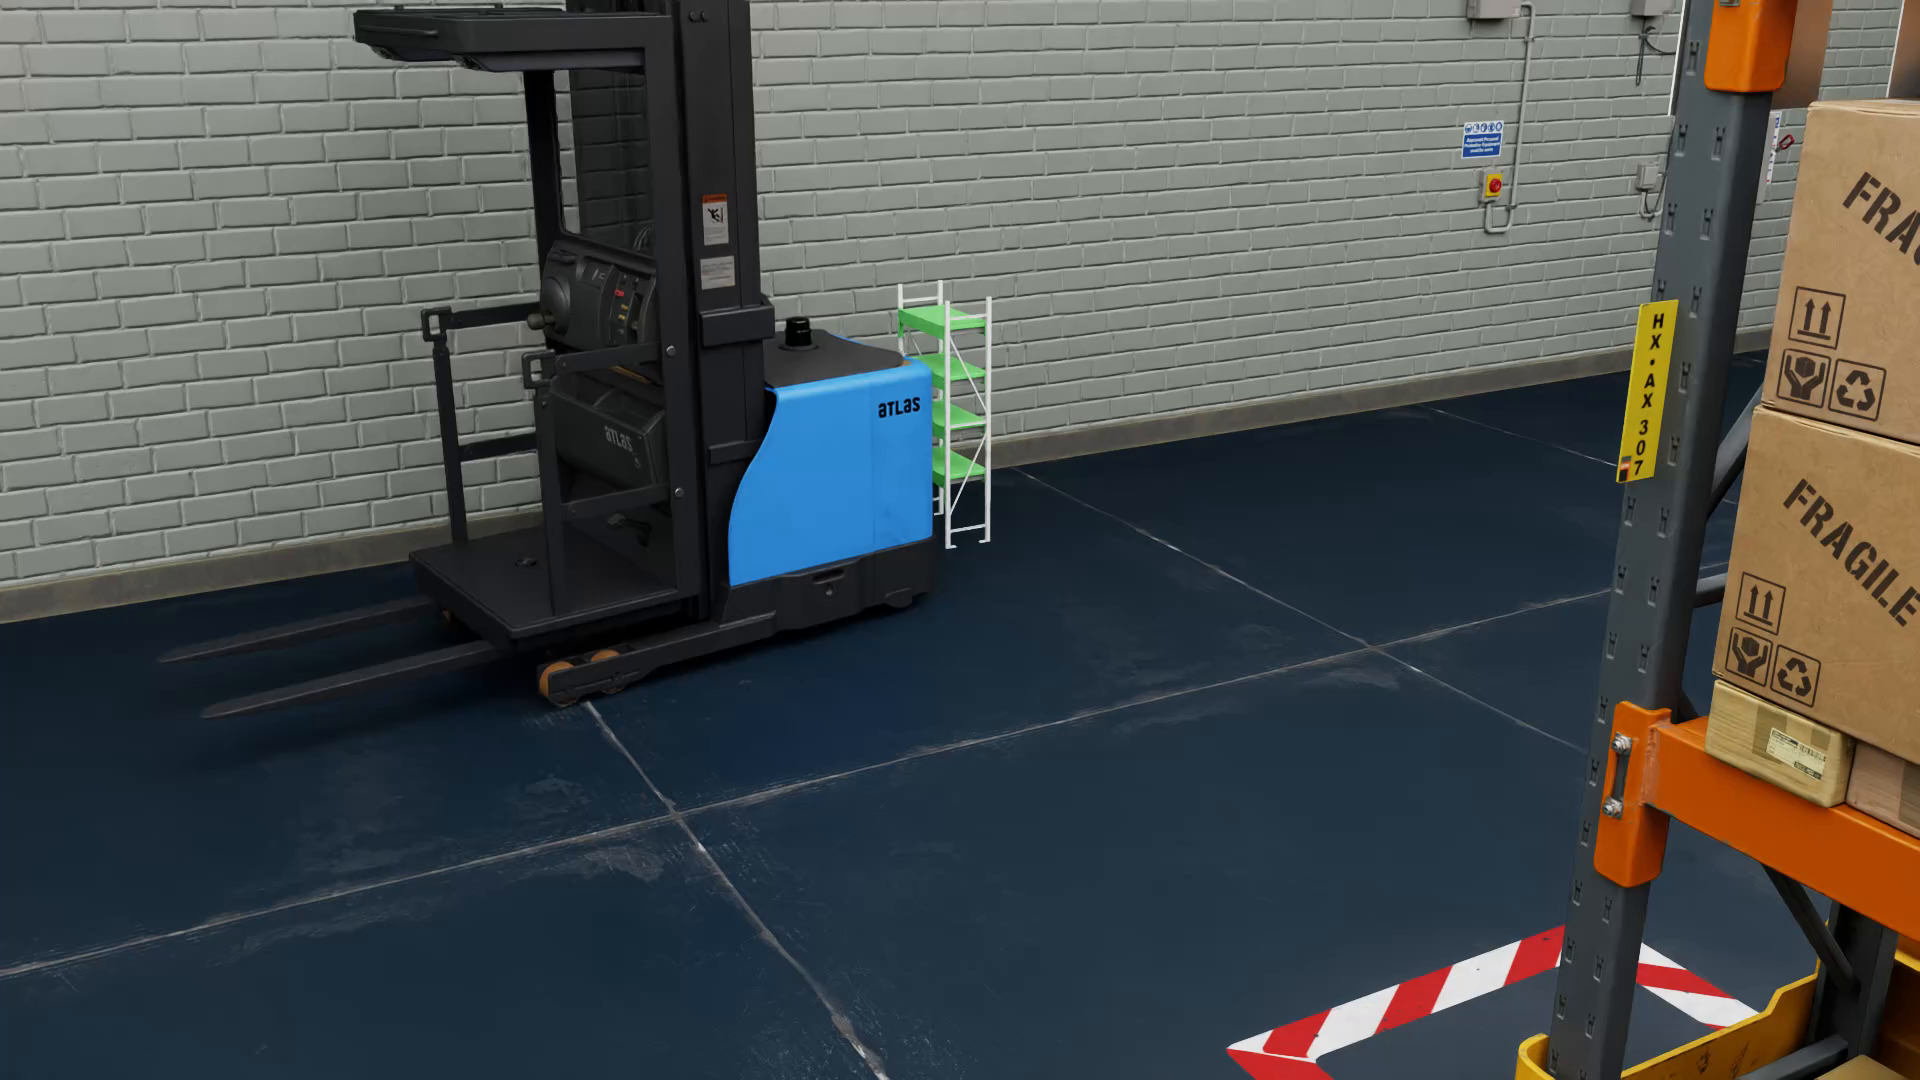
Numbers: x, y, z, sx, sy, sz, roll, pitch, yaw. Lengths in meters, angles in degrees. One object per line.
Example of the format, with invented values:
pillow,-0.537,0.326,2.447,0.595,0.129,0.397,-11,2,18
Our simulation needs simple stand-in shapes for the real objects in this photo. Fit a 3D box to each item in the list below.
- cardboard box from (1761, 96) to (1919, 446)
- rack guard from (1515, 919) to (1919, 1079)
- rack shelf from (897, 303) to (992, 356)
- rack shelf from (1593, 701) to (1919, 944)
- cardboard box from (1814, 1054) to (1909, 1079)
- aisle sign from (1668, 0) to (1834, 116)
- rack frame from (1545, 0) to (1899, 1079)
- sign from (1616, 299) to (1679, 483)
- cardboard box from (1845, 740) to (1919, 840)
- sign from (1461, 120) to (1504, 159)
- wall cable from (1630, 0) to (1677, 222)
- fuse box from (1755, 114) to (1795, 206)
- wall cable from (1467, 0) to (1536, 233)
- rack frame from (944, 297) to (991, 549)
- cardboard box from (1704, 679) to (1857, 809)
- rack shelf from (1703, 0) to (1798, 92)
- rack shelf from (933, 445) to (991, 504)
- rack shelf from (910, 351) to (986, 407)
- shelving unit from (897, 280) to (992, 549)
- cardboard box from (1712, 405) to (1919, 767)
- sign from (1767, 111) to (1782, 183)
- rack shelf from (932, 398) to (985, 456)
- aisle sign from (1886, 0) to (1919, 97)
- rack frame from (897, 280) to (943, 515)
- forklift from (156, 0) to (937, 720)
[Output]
cardboard box,1.687,-0.430,2.635,0.500,0.500,0.500,-10,21,-27
rack guard,1.743,1.264,3.700,1.175,0.500,0.348,-10,21,-27
rack shelf,-0.079,-1.008,7.938,0.258,0.148,0.480,-10,21,-27
rack shelf,2.657,0.975,1.809,1.077,0.370,4.000,-10,21,-27
cardboard box,1.657,1.132,3.067,0.380,0.149,0.250,-11,22,-29
aisle sign,1.409,-1.142,2.858,0.394,0.787,0.004,-10,21,-27
rack frame,1.704,0.062,3.354,0.949,2.616,0.053,-10,21,-27
sign,1.230,-0.264,2.971,0.100,0.325,0.005,-10,21,-27
cardboard box,1.730,0.390,2.787,0.380,0.149,0.250,-9,21,-25
sign,3.246,-2.488,10.328,0.327,0.218,0.001,-10,21,-27
wall cable,4.560,-3.053,10.823,0.588,1.984,0.122,-10,21,-27
fuse box,5.235,-2.024,11.374,0.539,1.711,0.414,-10,21,-27
wall cable,3.318,-2.845,10.172,0.585,1.953,0.123,-10,21,-27
rack frame,0.037,-0.545,7.870,0.240,1.200,0.015,-10,21,-27
cardboard box,1.573,0.324,2.980,0.380,0.149,0.250,-10,21,-27
rack shelf,2.657,-0.443,1.320,1.077,0.370,4.000,-10,21,-27
rack shelf,-0.079,-0.327,8.173,0.258,0.148,0.480,-10,21,-27
rack shelf,-0.079,-0.781,8.016,0.258,0.148,0.480,-10,21,-27
shelving unit,-0.079,-0.615,8.073,0.258,1.200,0.503,-10,21,-27
cardboard box,1.677,0.045,2.794,0.500,0.500,0.500,-9,21,-24
sign,5.572,-2.724,11.574,0.329,0.494,0.001,-10,21,-27
rack shelf,-0.079,-0.554,8.094,0.258,0.148,0.480,-10,21,-27
aisle sign,1.937,-1.235,3.127,0.394,0.787,0.004,-10,21,-27
rack frame,-0.194,-0.685,8.276,0.240,1.200,0.015,-10,21,-27
forklift,-1.584,-0.949,6.388,3.031,2.935,1.130,-14,23,-35
